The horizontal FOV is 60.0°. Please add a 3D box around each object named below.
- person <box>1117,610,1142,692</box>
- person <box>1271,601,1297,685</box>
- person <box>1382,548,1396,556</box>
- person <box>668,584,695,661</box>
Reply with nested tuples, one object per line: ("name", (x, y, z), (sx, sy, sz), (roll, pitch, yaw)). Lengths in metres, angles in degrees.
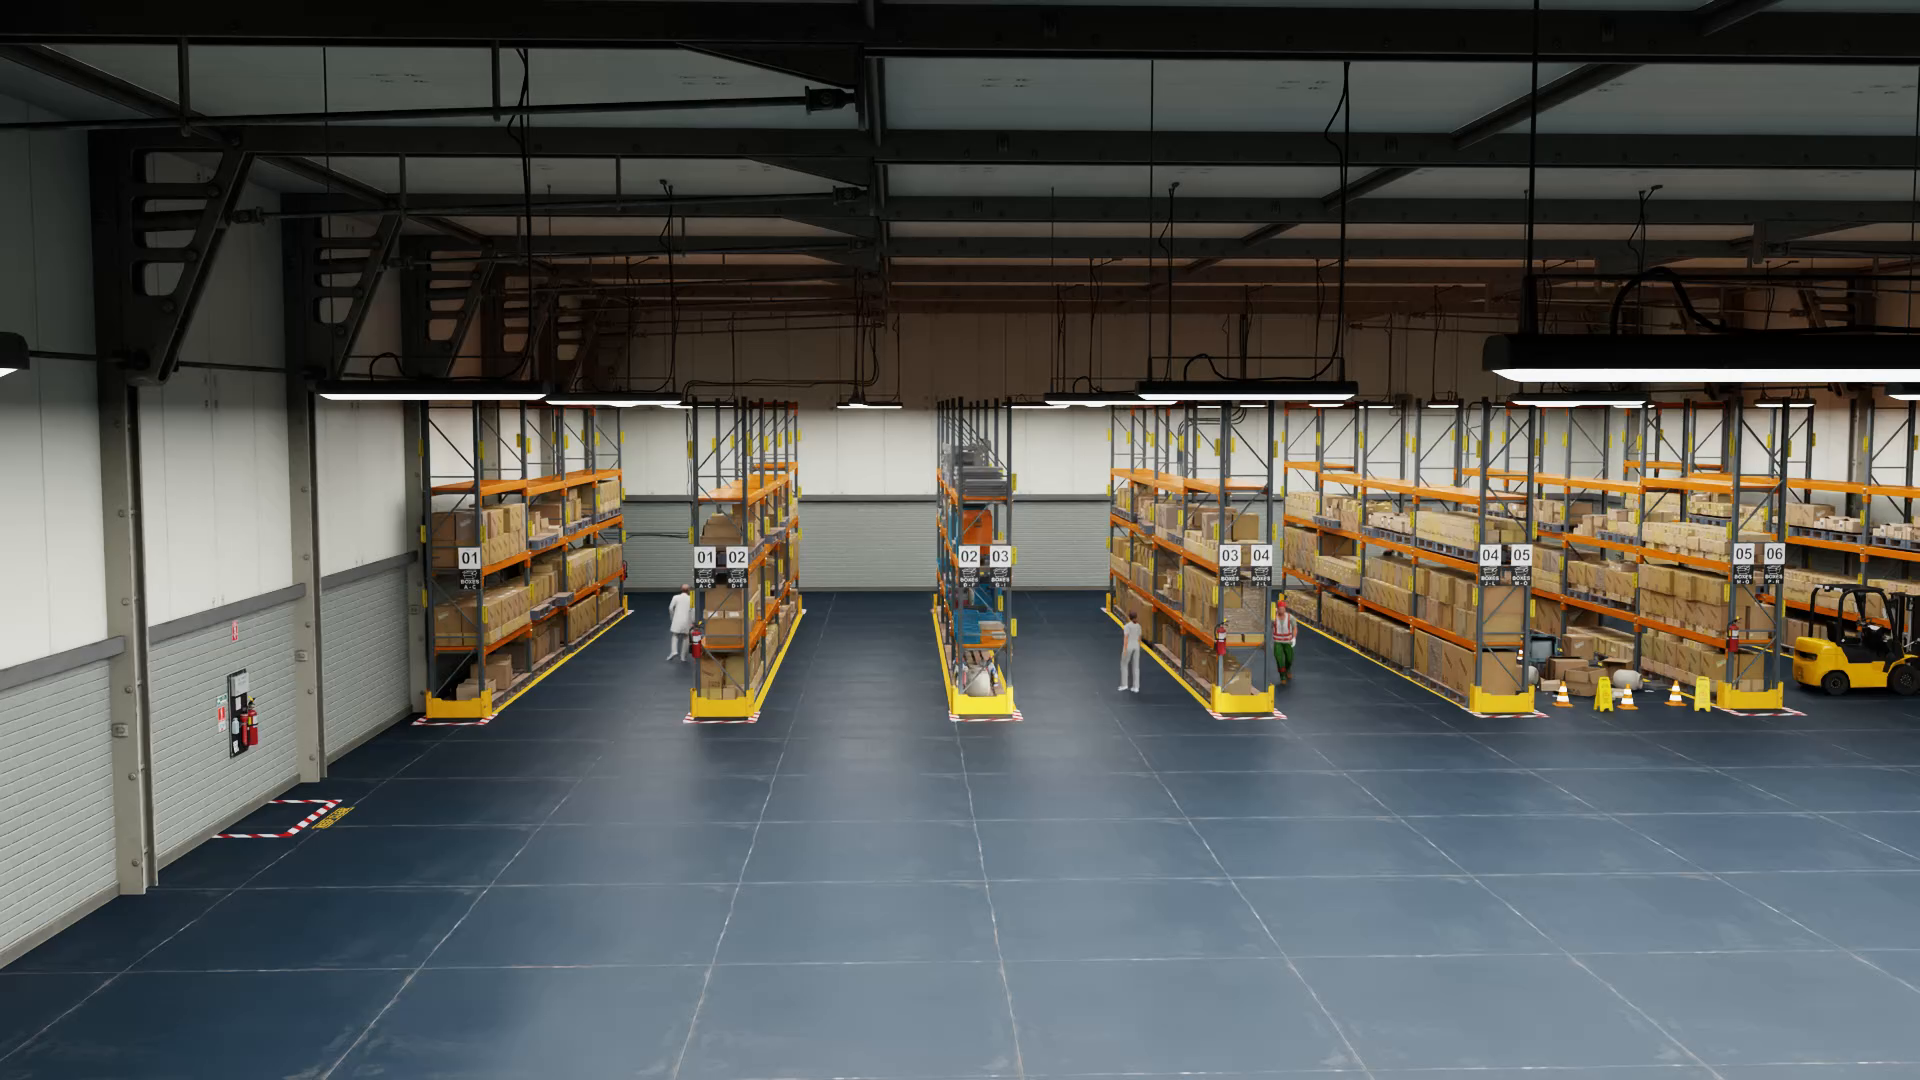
("person", (3.525, 2.285, 34.027), (0.454, 1.697, 0.683), (-1, 5, -16))
("person", (6.802, 2.140, 35.098), (0.604, 1.756, 0.738), (1, 4, 9))
("person", (13.153, 0.943, 50.947), (0.961, 1.685, 0.530), (-2, 5, -28))
("person", (-6.371, 1.907, 38.113), (0.631, 1.752, 0.703), (0, 4, 1))
